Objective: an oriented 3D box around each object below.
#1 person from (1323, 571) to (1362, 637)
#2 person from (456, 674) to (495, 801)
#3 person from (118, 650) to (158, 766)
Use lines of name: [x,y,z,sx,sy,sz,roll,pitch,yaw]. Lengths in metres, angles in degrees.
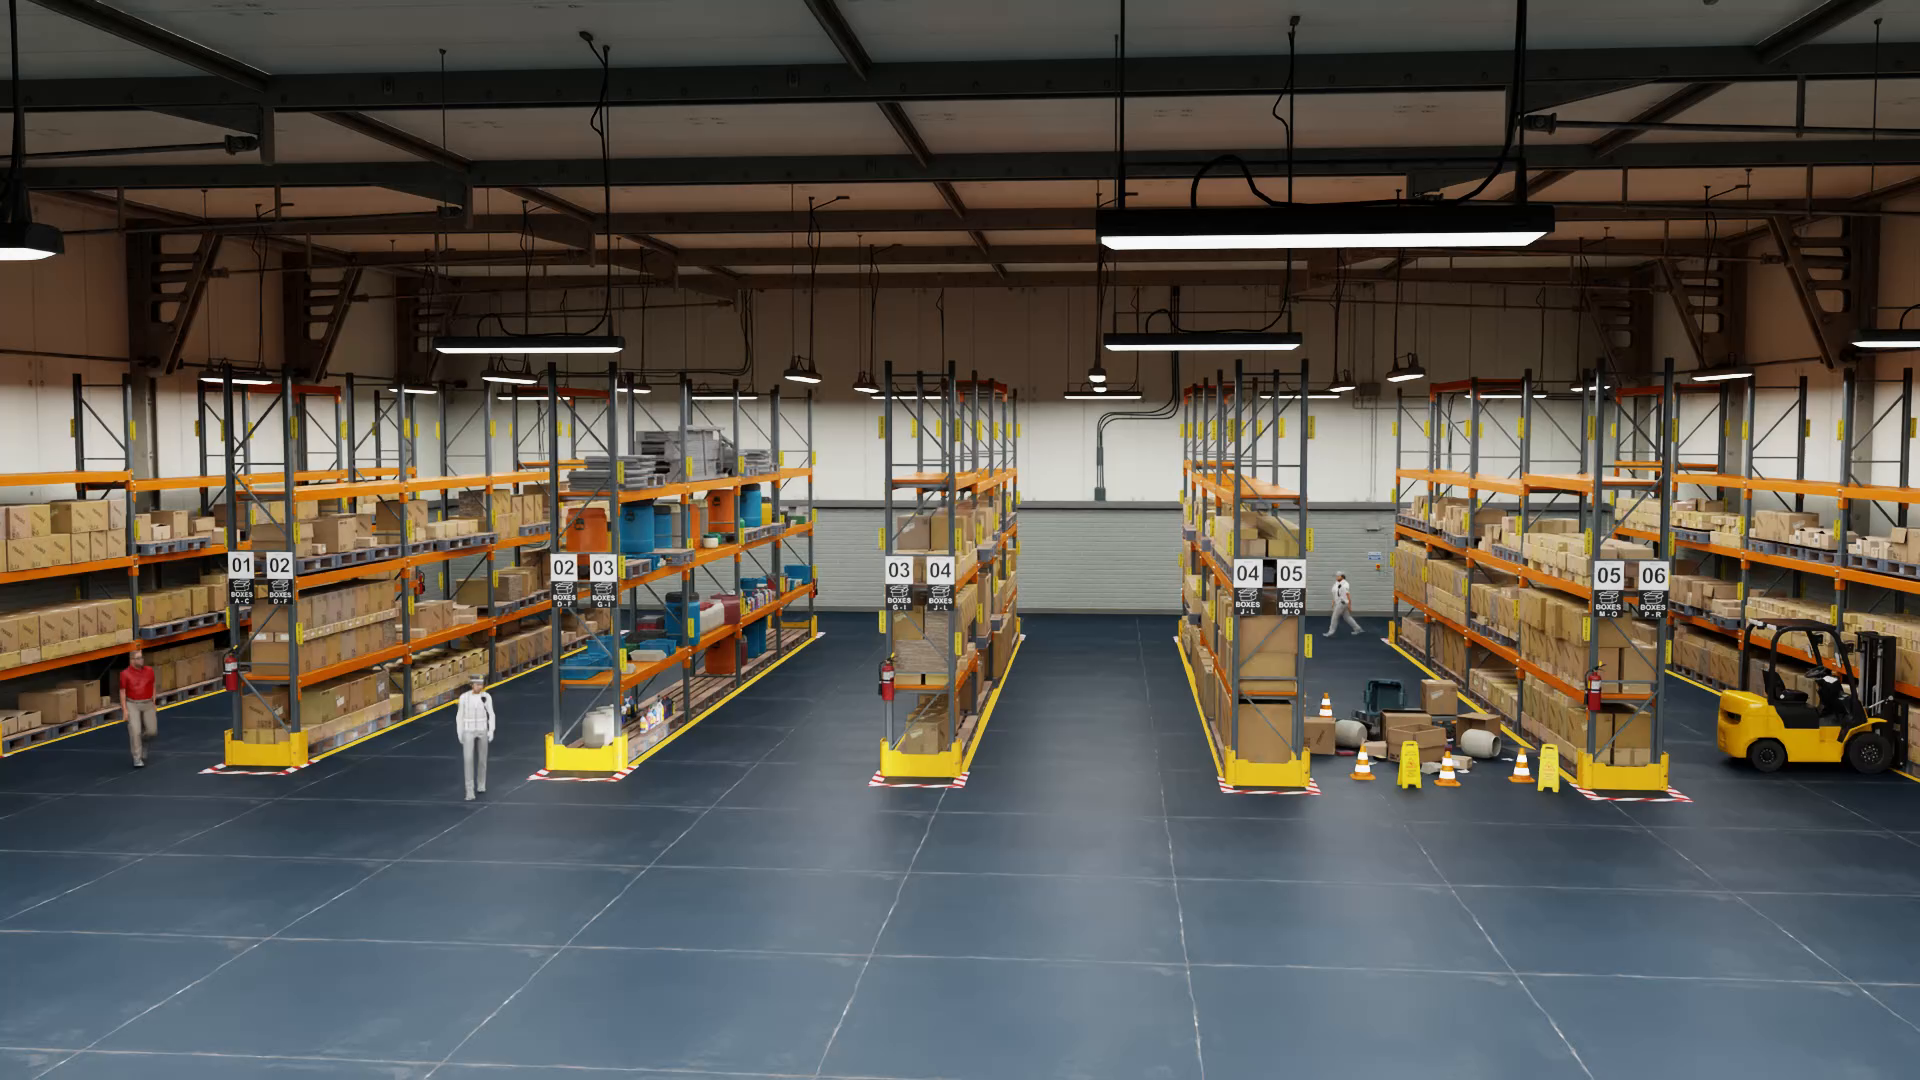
person: [9.263,1.544,40.256,1.014,1.605,0.500,0,4,-1]
person: [-6.636,2.690,22.859,0.512,1.676,0.745,-2,4,-23]
person: [-12.299,2.492,24.859,0.534,1.708,0.637,-3,5,-42]
